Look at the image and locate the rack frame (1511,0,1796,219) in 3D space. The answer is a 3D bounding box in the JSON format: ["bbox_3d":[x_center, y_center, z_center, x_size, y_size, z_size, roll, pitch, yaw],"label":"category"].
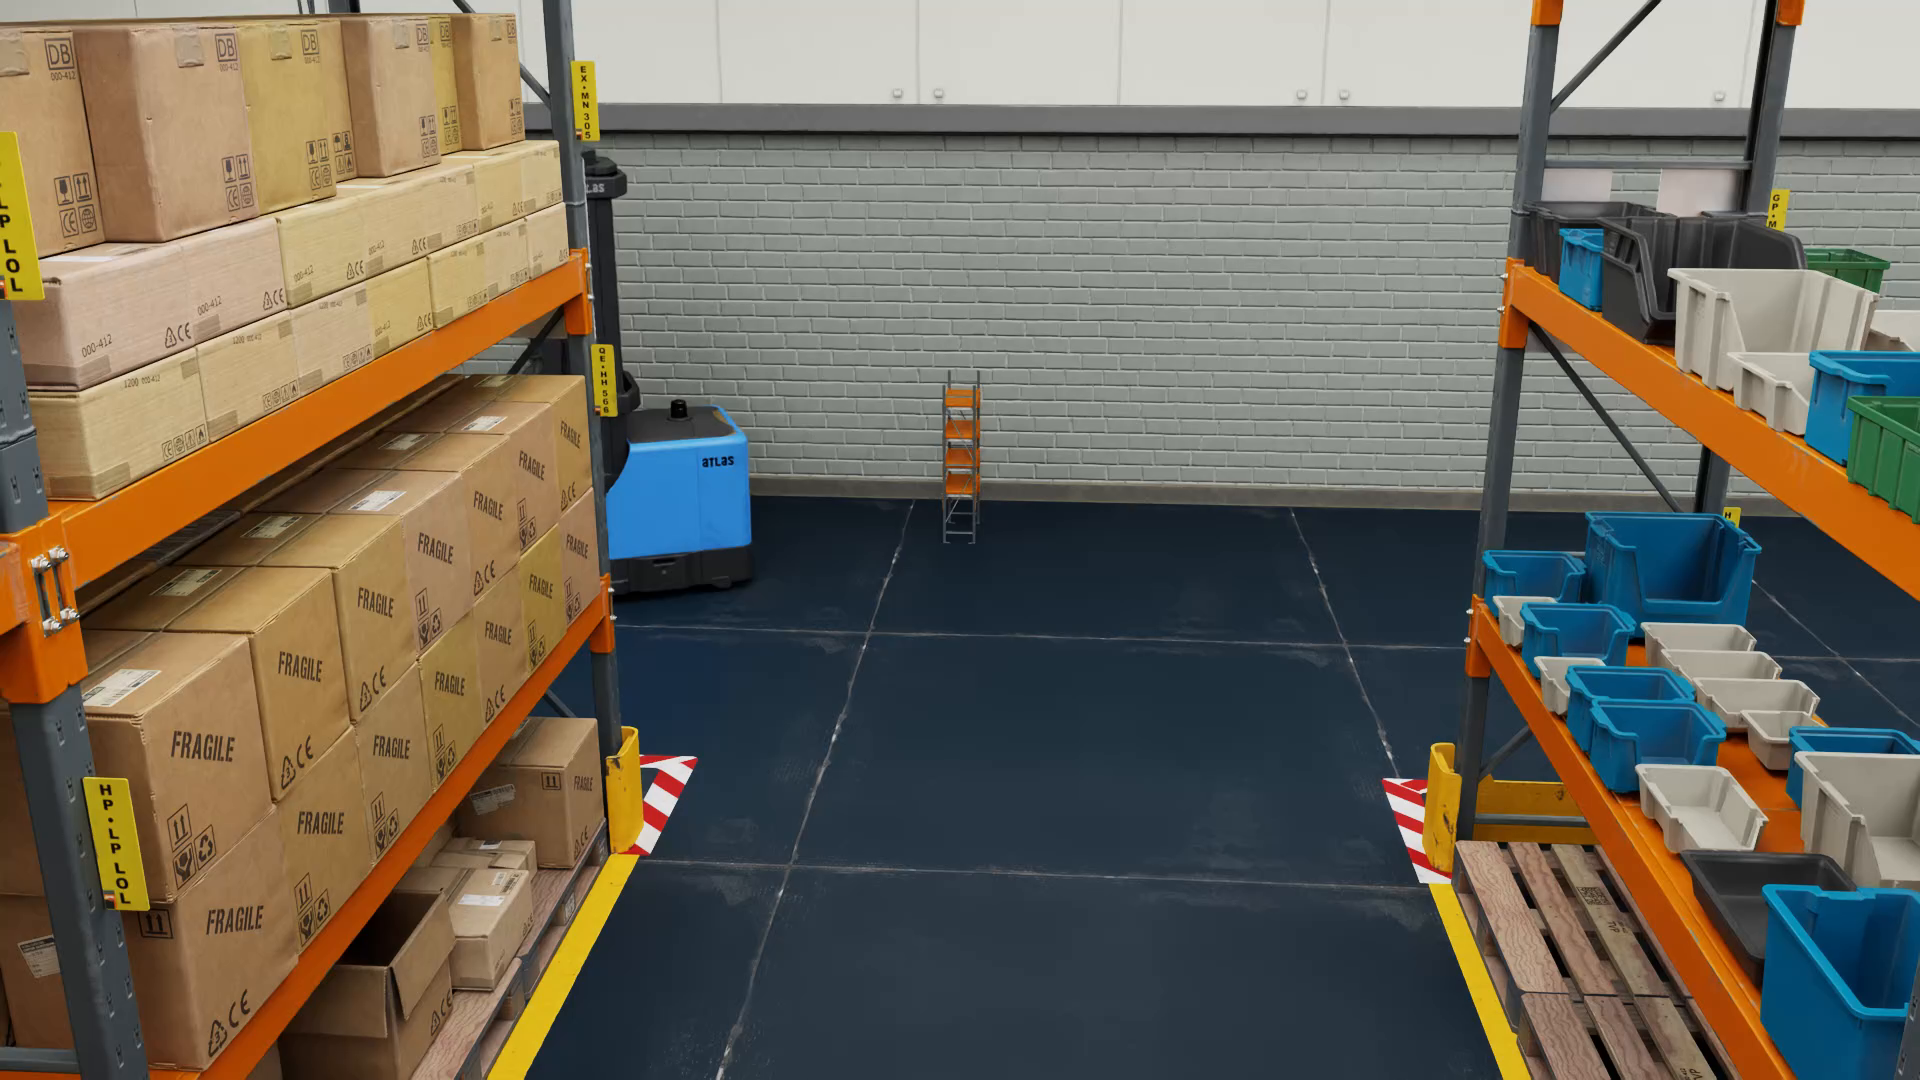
[{"bbox_3d":[2.805,-2.767,6.415,1.000,3.000,0.127,1,18,4],"label":"rack frame"}]

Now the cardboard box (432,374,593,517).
[{"bbox_3d":[-1.893,-0.406,7.079,0.500,0.500,0.500,1,18,3],"label":"cardboard box"}]

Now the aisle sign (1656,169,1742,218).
[{"bbox_3d":[3.102,-1.167,6.993,0.394,0.787,0.004,1,18,4],"label":"aisle sign"}]

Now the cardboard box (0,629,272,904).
[{"bbox_3d":[-2.108,0.552,4.155,0.500,0.500,0.500,2,18,5],"label":"cardboard box"}]

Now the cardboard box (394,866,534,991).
[{"bbox_3d":[-2.027,1.539,6.620,0.500,0.250,0.500,1,18,4],"label":"cardboard box"}]

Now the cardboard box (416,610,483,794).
[{"bbox_3d":[-2.007,0.542,5.790,0.500,0.500,0.500,1,18,3],"label":"cardboard box"}]

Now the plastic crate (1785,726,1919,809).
[{"bbox_3d":[2.913,0.779,5.402,0.416,0.233,0.300,1,18,4],"label":"plastic crate"}]

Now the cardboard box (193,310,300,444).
[{"bbox_3d":[-2.101,-0.440,4.373,0.500,0.250,0.500,1,18,4],"label":"cardboard box"}]

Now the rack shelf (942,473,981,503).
[{"bbox_3d":[0.012,-0.369,12.476,0.258,0.148,0.480,1,18,4],"label":"rack shelf"}]

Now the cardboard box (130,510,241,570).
[{"bbox_3d":[-2.574,0.213,5.188,0.500,0.500,0.500,1,18,4],"label":"cardboard box"}]

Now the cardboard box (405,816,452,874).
[{"bbox_3d":[-2.493,1.388,7.080,0.500,0.250,0.500,1,18,4],"label":"cardboard box"}]

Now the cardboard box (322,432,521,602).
[{"bbox_3d":[-1.961,-0.088,6.108,0.500,0.500,0.500,2,18,5],"label":"cardboard box"}]

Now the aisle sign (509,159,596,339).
[{"bbox_3d":[-1.825,-1.277,7.329,0.394,0.787,0.004,1,18,4],"label":"aisle sign"}]

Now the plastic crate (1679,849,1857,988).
[{"bbox_3d":[2.330,1.075,4.671,0.437,0.125,0.590,1,18,4],"label":"plastic crate"}]

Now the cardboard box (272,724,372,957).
[{"bbox_3d":[-2.080,0.856,4.834,0.500,0.500,0.500,2,18,5],"label":"cardboard box"}]

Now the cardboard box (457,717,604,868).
[{"bbox_3d":[-1.929,1.125,7.479,0.500,0.500,0.500,1,18,4],"label":"cardboard box"}]

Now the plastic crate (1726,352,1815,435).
[{"bbox_3d":[2.230,-0.377,4.363,0.293,0.136,0.466,1,18,4],"label":"plastic crate"}]

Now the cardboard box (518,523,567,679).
[{"bbox_3d":[-1.930,0.231,6.740,0.500,0.500,0.500,1,18,4],"label":"cardboard box"}]

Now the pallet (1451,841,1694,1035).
[{"bbox_3d":[2.707,1.664,7.005,1.003,0.211,1.213,1,18,4],"label":"pallet"}]

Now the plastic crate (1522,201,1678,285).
[{"bbox_3d":[2.499,-1.166,6.557,0.497,0.269,0.590,1,18,4],"label":"plastic crate"}]

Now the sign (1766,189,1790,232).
[{"bbox_3d":[3.355,-1.284,6.877,0.100,0.325,0.005,1,18,4],"label":"sign"}]

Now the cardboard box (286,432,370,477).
[{"bbox_3d":[-2.501,-0.101,6.147,0.500,0.500,0.500,2,18,5],"label":"cardboard box"}]

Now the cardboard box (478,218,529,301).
[{"bbox_3d":[-1.956,-1.061,6.269,0.500,0.250,0.500,1,18,4],"label":"cardboard box"}]

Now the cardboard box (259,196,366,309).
[{"bbox_3d":[-2.058,-0.833,4.769,0.500,0.250,0.500,1,18,4],"label":"cardboard box"}]

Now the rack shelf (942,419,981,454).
[{"bbox_3d":[0.012,-0.770,12.344,0.258,0.148,0.480,1,18,4],"label":"rack shelf"}]

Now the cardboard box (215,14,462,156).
[{"bbox_3d":[-2.276,-1.663,6.096,0.700,0.500,0.500,1,18,4],"label":"cardboard box"}]

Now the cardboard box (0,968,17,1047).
[{"bbox_3d":[-2.642,1.006,4.375,0.500,0.500,0.500,2,18,5],"label":"cardboard box"}]

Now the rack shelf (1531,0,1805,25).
[{"bbox_3d":[2.662,-1.614,4.694,1.077,0.370,4.000,1,18,4],"label":"rack shelf"}]

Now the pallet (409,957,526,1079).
[{"bbox_3d":[-2.287,1.947,6.144,1.003,0.211,1.213,1,18,4],"label":"pallet"}]

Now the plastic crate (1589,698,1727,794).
[{"bbox_3d":[2.343,0.707,5.622,0.416,0.233,0.300,1,18,4],"label":"plastic crate"}]

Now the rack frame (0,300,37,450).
[{"bbox_3d":[-2.422,-1.636,2.965,1.000,3.000,0.127,1,18,4],"label":"rack frame"}]

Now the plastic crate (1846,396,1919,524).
[{"bbox_3d":[2.247,-0.137,3.546,0.450,0.188,0.662,1,18,4],"label":"plastic crate"}]

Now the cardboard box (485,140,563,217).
[{"bbox_3d":[-1.918,-1.454,6.665,0.500,0.250,0.500,1,18,4],"label":"cardboard box"}]

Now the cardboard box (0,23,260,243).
[{"bbox_3d":[-2.248,-1.038,4.188,0.700,0.500,0.500,1,18,4],"label":"cardboard box"}]

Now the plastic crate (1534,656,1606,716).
[{"bbox_3d":[2.305,0.559,6.228,0.250,0.136,0.298,1,18,4],"label":"plastic crate"}]

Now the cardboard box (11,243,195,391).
[{"bbox_3d":[-2.140,-0.523,3.821,0.500,0.250,0.500,1,18,4],"label":"cardboard box"}]

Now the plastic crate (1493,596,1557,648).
[{"bbox_3d":[2.353,0.348,6.871,0.250,0.136,0.298,1,18,4],"label":"plastic crate"}]

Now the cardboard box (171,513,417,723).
[{"bbox_3d":[-2.034,0.232,5.132,0.500,0.500,0.500,1,18,2],"label":"cardboard box"}]

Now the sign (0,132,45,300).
[{"bbox_3d":[-1.868,-0.632,3.256,0.100,0.325,0.005,1,18,4],"label":"sign"}]

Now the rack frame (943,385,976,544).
[{"bbox_3d":[-0.006,-0.546,12.162,0.240,1.200,0.015,1,18,4],"label":"rack frame"}]

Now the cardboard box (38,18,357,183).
[{"bbox_3d":[-2.334,-1.352,5.147,0.700,0.500,0.500,1,18,4],"label":"cardboard box"}]

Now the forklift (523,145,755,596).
[{"bbox_3d":[-2.987,-1.068,10.975,3.031,2.935,1.130,-6,19,-17],"label":"forklift"}]

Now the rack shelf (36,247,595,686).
[{"bbox_3d":[-2.279,-0.490,5.440,1.077,0.370,4.000,1,18,4],"label":"rack shelf"}]

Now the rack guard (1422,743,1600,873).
[{"bbox_3d":[2.794,1.264,7.762,1.175,0.500,0.348,1,18,4],"label":"rack guard"}]

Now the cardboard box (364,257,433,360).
[{"bbox_3d":[-2.031,-0.751,5.321,0.500,0.250,0.500,1,18,4],"label":"cardboard box"}]

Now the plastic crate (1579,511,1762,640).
[{"bbox_3d":[2.967,0.147,7.004,0.616,0.435,0.499,1,18,4],"label":"plastic crate"}]

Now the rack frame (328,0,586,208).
[{"bbox_3d":[-2.135,-2.879,6.756,1.000,3.000,0.127,1,18,4],"label":"rack frame"}]

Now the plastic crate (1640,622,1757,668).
[{"bbox_3d":[2.927,0.438,6.596,0.396,0.136,0.243,1,18,4],"label":"plastic crate"}]

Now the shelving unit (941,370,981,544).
[{"bbox_3d":[0.012,-0.622,12.393,0.258,1.200,0.503,1,18,4],"label":"shelving unit"}]

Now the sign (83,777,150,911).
[{"bbox_3d":[-1.868,0.676,3.684,0.100,0.325,0.005,1,18,4],"label":"sign"}]

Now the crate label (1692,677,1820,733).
[{"bbox_3d":[2.896,0.615,6.057,0.396,0.136,0.243,1,18,4],"label":"crate label"}]

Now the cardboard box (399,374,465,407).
[{"bbox_3d":[-2.430,-0.418,7.117,0.500,0.500,0.500,2,18,6],"label":"cardboard box"}]

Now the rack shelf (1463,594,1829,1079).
[{"bbox_3d":[2.662,1.047,5.566,1.077,0.370,4.000,1,18,4],"label":"rack shelf"}]

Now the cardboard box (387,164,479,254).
[{"bbox_3d":[-1.993,-1.144,5.717,0.500,0.250,0.500,1,18,4],"label":"cardboard box"}]

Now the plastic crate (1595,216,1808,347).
[{"bbox_3d":[2.421,-0.844,5.463,0.504,0.338,0.767,1,18,4],"label":"plastic crate"}]

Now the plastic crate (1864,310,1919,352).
[{"bbox_3d":[2.904,-0.569,4.948,0.437,0.136,0.530,1,18,4],"label":"plastic crate"}]

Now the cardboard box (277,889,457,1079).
[{"bbox_3d":[-2.293,1.608,6.000,0.797,0.503,0.637,1,18,4],"label":"cardboard box"}]
